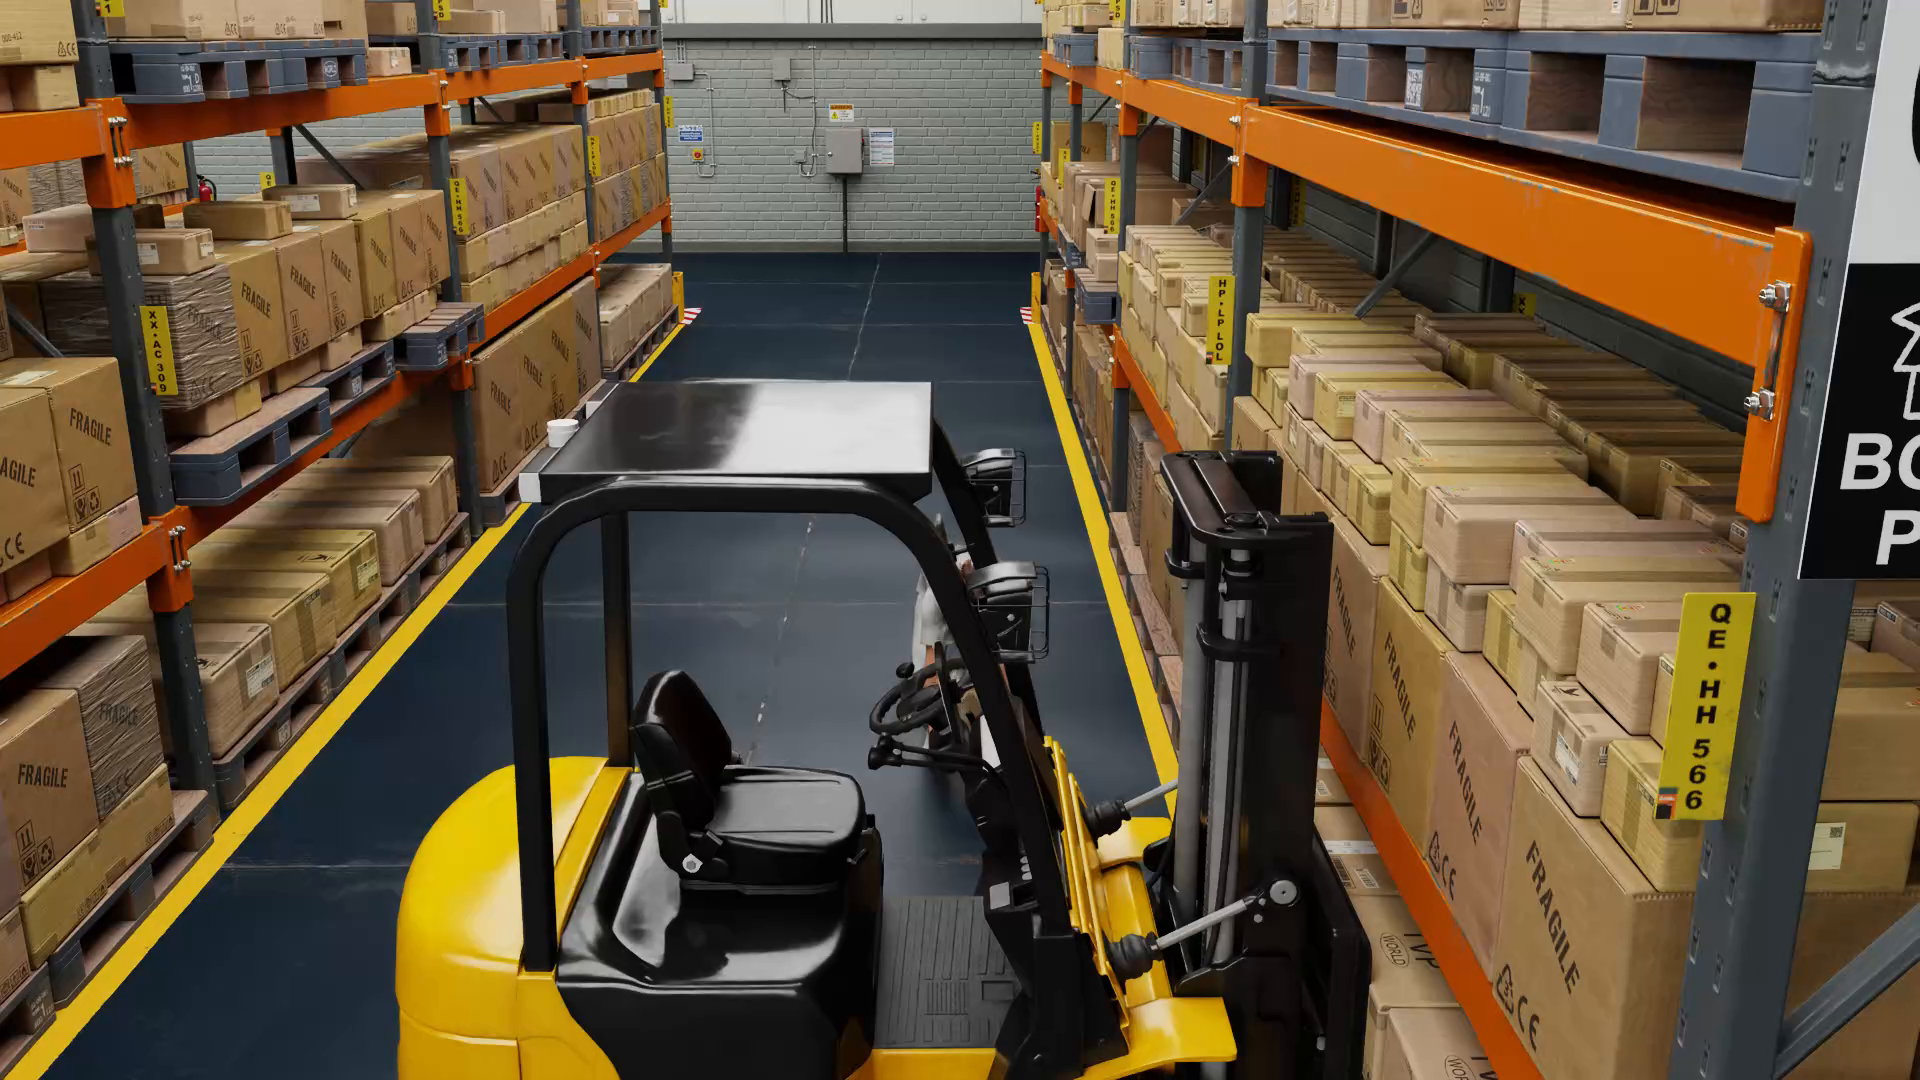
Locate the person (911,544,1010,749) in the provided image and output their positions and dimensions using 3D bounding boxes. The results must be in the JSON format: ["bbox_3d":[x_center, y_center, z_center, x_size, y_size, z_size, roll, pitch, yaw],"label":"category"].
[{"bbox_3d":[0.012,0.495,7.121,0.460,0.982,0.867,-1,17,-3],"label":"person"}]
